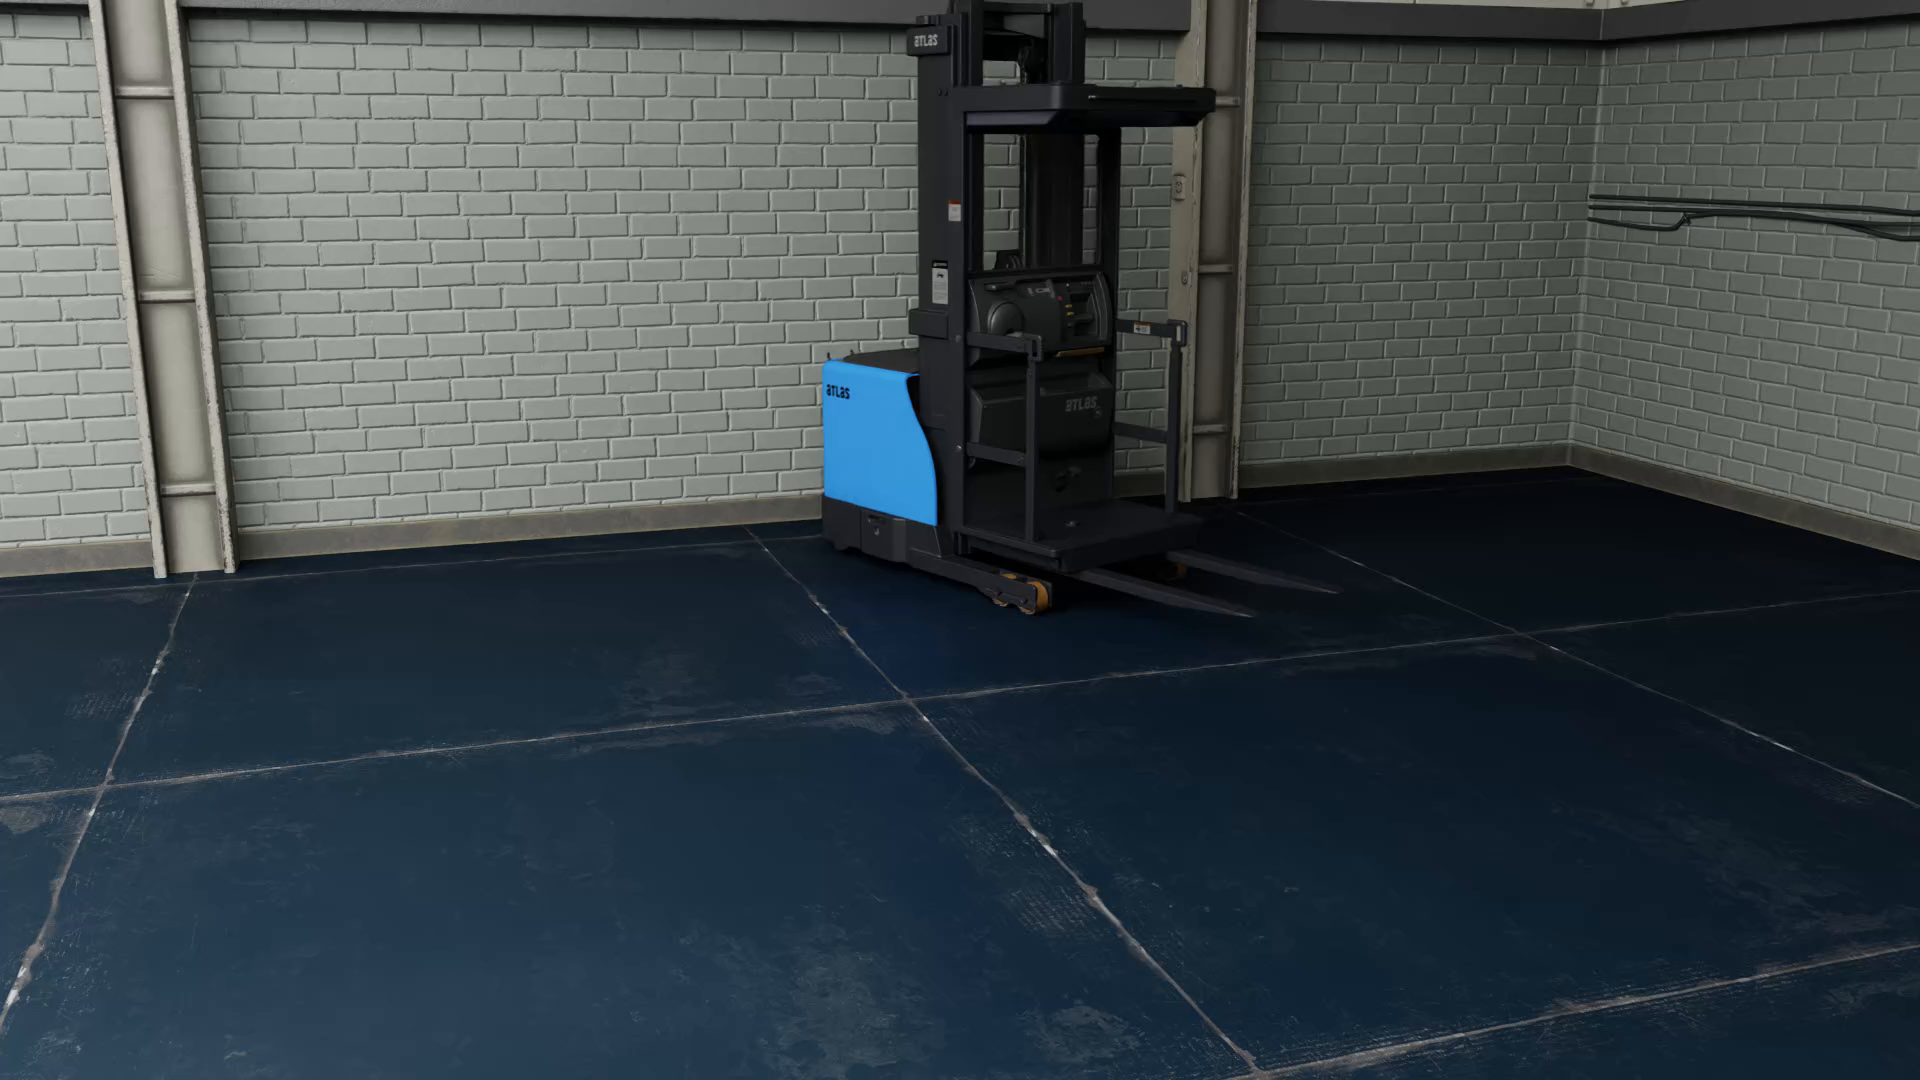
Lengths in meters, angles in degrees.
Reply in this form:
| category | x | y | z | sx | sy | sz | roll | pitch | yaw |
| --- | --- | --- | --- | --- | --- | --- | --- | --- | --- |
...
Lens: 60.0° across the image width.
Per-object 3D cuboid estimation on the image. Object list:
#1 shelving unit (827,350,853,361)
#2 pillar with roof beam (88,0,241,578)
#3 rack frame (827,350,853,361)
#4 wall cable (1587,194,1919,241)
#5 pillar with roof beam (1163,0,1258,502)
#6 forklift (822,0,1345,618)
| category | x | y | z | sx | sy | sz | roll | pitch | yaw |
| --- | --- | --- | --- | --- | --- | --- | --- | --- | --- |
| shelving unit | -0.618 | -0.578 | 9.803 | 0.252 | 1.050 | 0.215 | 13 | 18 | 43 |
| pillar with roof beam | -2.745 | -3.280 | 3.985 | 0.400 | 9.000 | 9.100 | -4 | 14 | -18 |
| rack frame | -0.705 | -0.598 | 9.886 | 0.008 | 1.050 | 0.200 | 13 | 18 | 43 |
| wall cable | 4.782 | -3.084 | 9.870 | 0.112 | 2.526 | 3.097 | -4 | 14 | -18 |
| pillar with roof beam | 2.942 | -3.723 | 5.847 | 0.400 | 9.000 | 9.100 | -4 | 14 | -18 |
| forklift | 0.554 | -1.191 | 8.316 | 1.130 | 2.935 | 3.031 | -11 | 17 | -39 |
